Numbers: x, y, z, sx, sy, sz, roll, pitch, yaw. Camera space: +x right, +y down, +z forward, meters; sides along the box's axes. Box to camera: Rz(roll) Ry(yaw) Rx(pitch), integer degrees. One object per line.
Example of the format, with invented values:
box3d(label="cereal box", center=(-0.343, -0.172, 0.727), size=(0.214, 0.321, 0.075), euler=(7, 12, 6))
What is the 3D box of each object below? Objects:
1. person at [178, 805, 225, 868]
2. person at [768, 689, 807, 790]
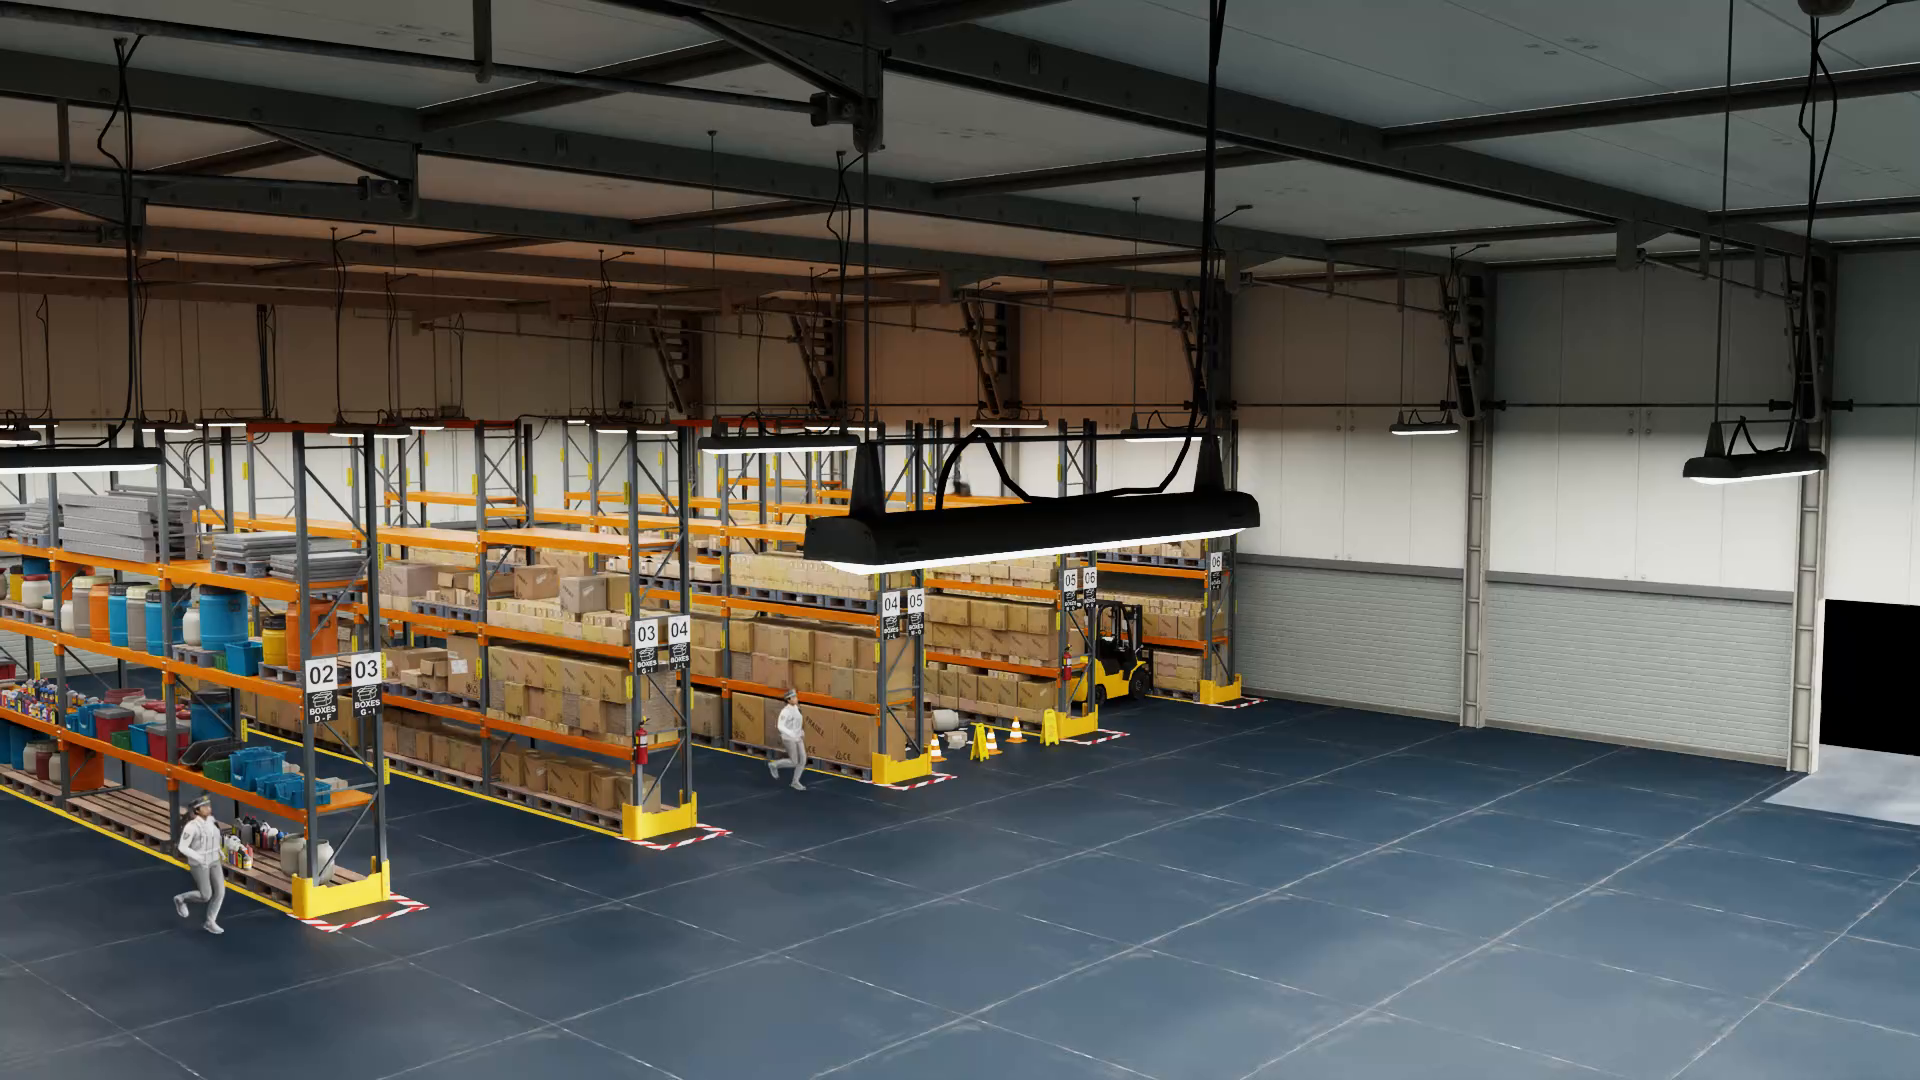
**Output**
box3d(label="person", center=(-9.043, 3.493, 19.956), size=(0.423, 0.792, 0.622), euler=(2, 5, 20))
box3d(label="person", center=(-2.824, 3.276, 27.456), size=(0.661, 1.673, 0.624), euler=(2, 5, 23))
